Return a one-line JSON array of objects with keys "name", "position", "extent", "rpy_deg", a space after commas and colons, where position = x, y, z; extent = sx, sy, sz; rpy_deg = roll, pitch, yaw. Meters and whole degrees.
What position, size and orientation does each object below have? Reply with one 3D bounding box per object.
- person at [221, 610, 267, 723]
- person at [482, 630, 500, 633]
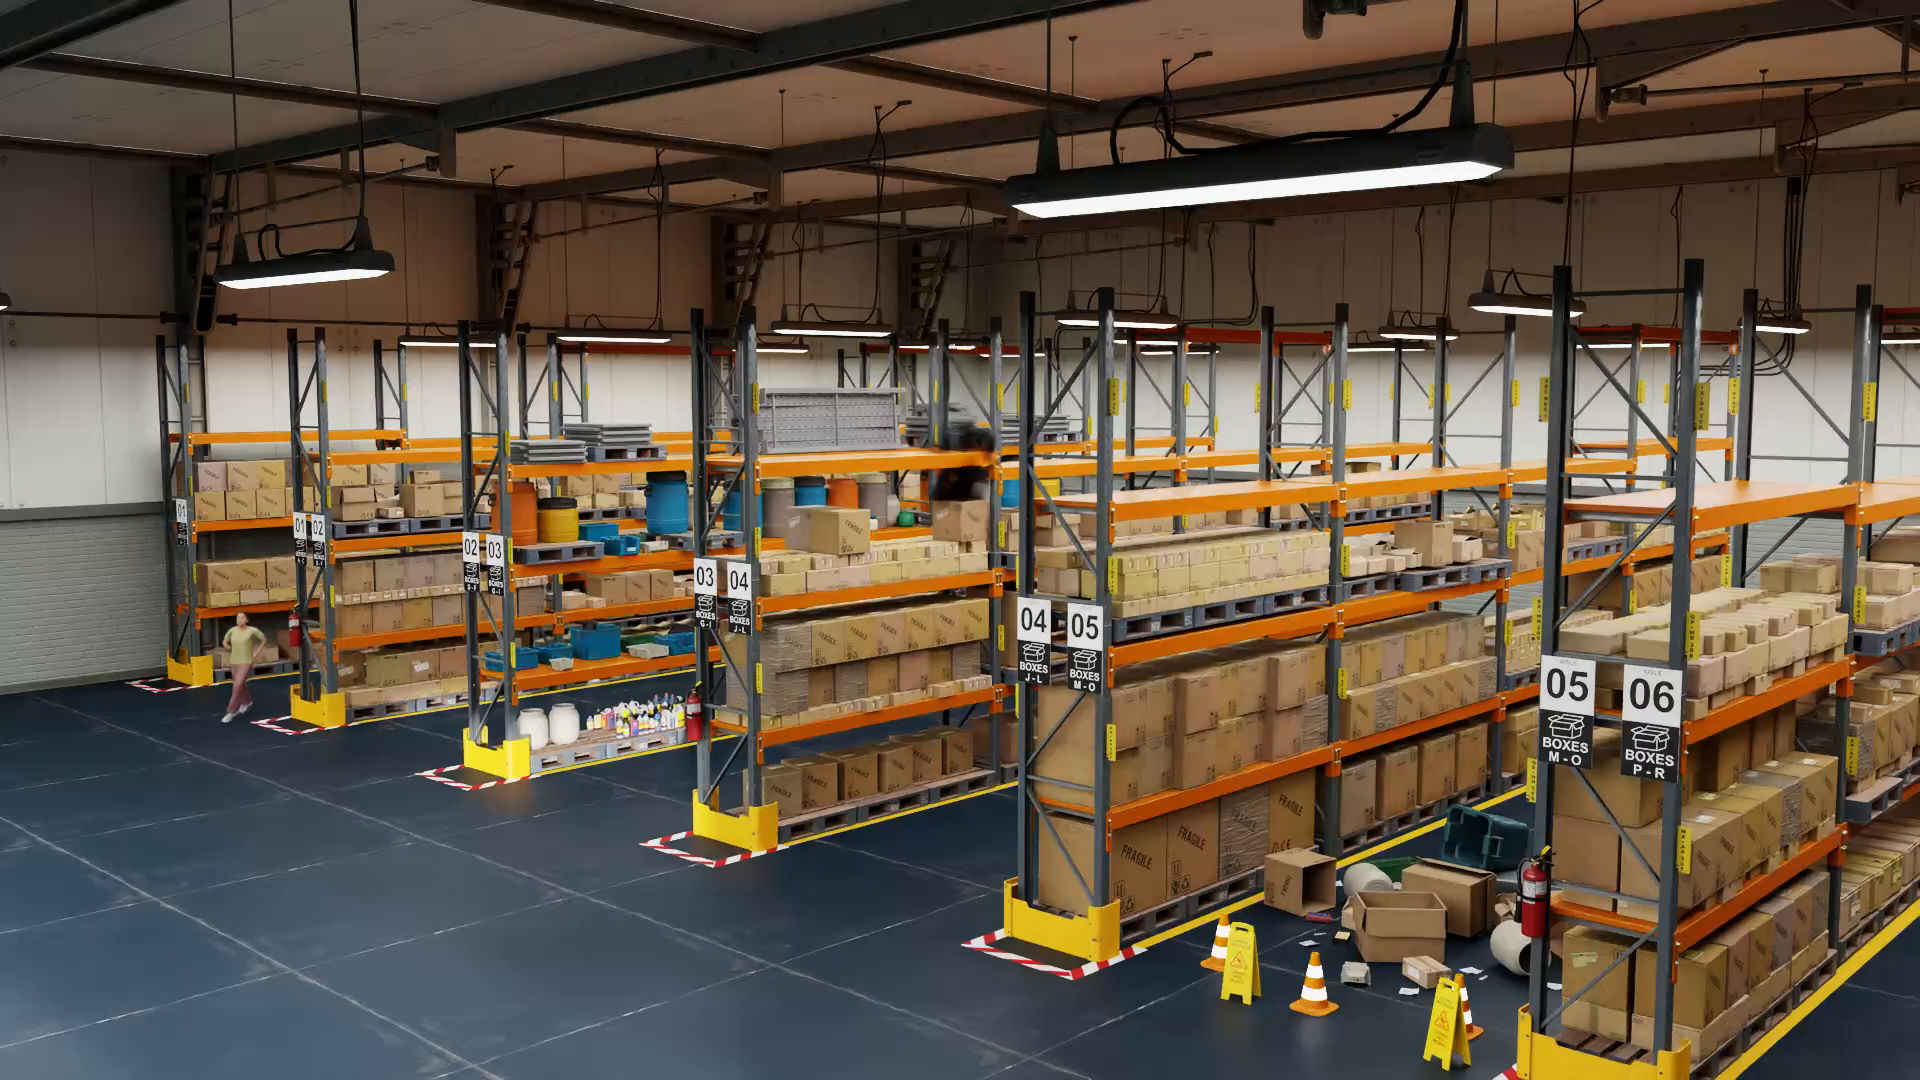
[{"name": "person", "position": [-11.056, 1.914, 25.634], "extent": [0.603, 1.687, 0.844], "rpy_deg": [1, 5, 6]}, {"name": "person", "position": [-8.379, 1.489, 29.740], "extent": [0.682, 1.841, 0.773], "rpy_deg": [5, 7, 40]}]
